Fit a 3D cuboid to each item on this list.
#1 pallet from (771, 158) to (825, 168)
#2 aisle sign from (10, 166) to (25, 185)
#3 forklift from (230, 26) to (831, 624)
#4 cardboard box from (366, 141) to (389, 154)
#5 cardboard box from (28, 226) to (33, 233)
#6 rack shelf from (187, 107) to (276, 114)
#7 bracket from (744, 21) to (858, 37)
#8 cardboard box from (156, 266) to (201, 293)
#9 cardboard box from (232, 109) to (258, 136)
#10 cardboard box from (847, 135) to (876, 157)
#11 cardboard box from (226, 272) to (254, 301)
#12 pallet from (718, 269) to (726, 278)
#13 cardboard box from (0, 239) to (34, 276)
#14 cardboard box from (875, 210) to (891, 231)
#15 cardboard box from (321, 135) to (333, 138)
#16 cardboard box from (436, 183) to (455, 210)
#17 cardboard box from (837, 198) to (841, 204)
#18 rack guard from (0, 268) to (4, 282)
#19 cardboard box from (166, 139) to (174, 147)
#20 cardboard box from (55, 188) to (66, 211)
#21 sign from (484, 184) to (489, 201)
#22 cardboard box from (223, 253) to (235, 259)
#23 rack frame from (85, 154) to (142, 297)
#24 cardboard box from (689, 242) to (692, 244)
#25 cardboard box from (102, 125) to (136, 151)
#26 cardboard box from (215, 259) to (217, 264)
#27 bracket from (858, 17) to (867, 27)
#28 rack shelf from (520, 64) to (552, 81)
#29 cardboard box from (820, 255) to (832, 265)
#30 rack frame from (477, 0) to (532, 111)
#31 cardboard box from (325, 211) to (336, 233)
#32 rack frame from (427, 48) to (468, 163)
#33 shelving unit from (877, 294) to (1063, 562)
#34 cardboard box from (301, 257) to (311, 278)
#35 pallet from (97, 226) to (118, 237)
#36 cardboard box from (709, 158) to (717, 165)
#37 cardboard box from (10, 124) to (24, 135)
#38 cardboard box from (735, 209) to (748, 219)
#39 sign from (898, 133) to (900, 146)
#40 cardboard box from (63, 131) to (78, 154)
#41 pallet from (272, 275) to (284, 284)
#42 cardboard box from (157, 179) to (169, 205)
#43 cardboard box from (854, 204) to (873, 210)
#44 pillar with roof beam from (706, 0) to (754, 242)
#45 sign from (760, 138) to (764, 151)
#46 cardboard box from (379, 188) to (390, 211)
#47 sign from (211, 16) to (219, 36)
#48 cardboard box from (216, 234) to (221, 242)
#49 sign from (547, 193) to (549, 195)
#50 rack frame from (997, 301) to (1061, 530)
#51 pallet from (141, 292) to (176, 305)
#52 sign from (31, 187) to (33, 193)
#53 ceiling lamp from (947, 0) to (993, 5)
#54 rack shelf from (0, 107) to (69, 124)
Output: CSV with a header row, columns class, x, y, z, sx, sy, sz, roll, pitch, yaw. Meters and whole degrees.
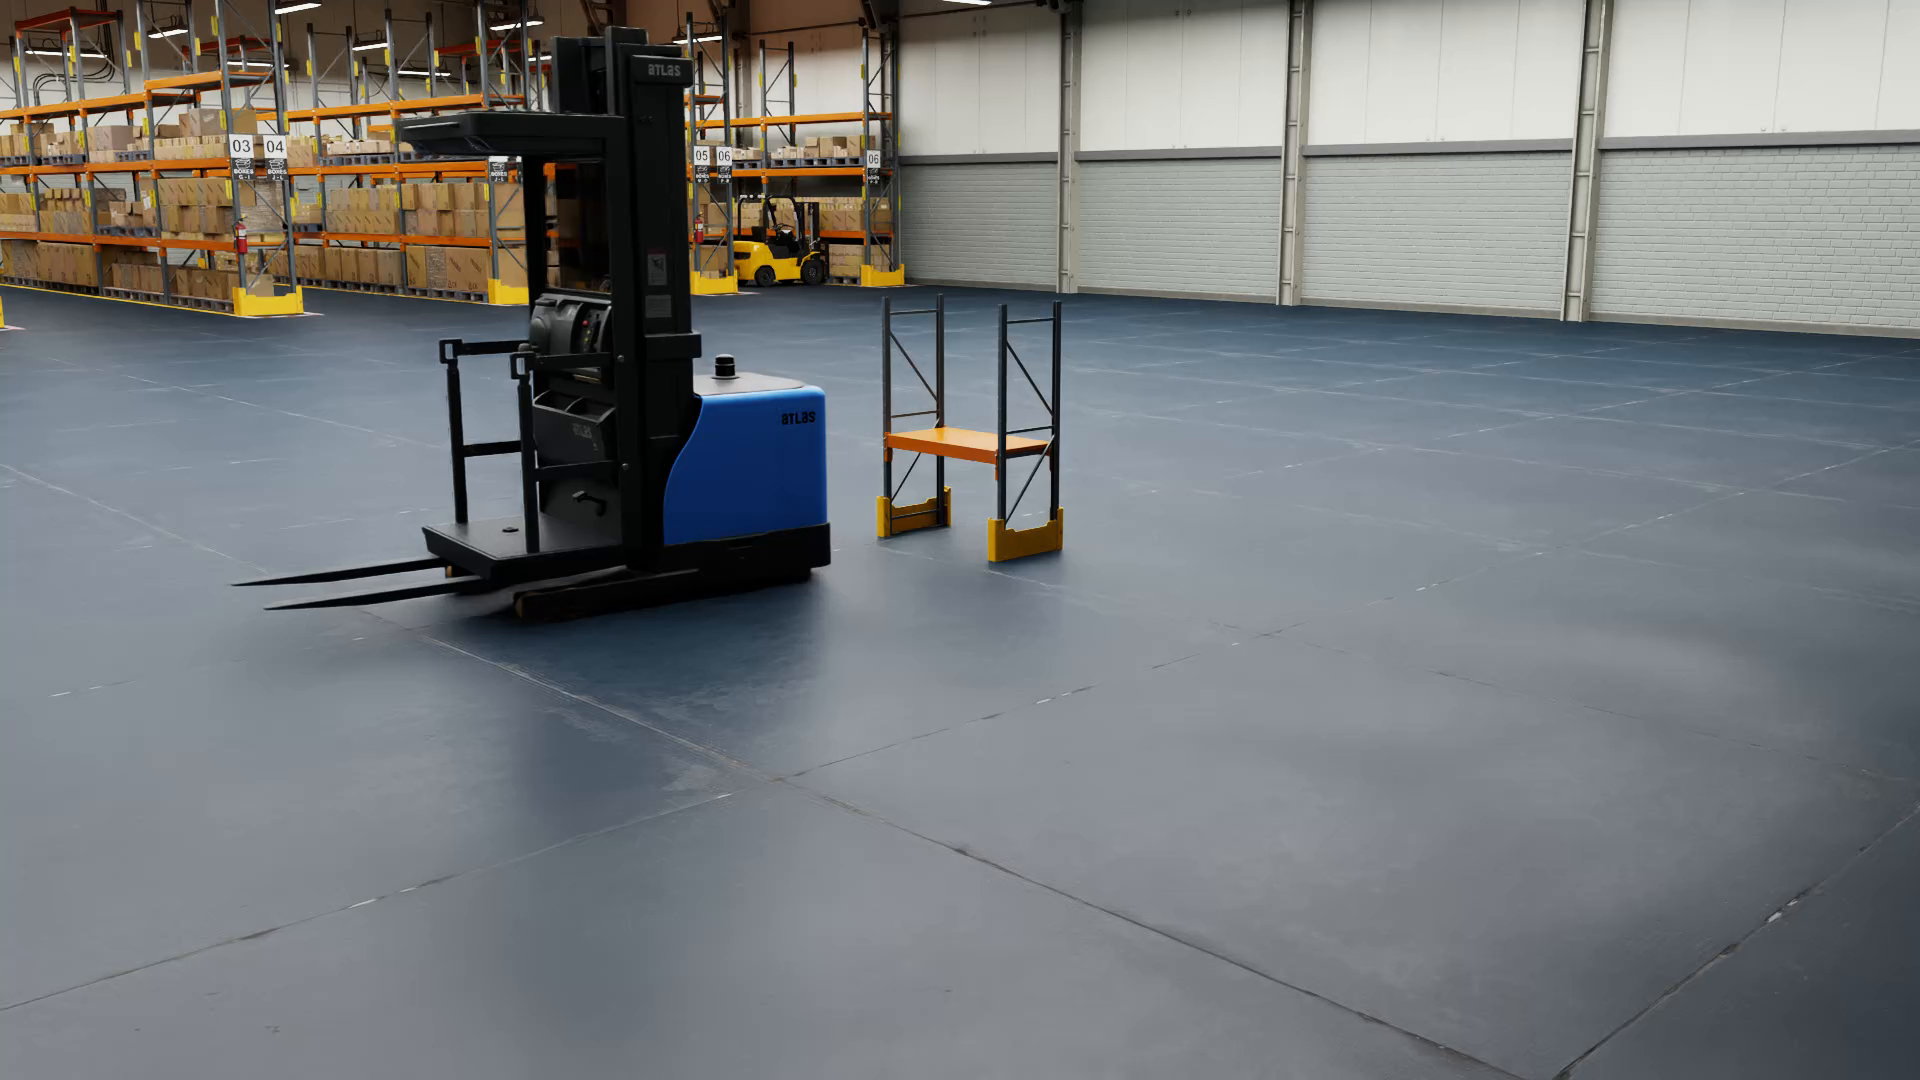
class,x,y,z,sx,sy,sz,roll,pitch,yaw
pallet,-4.051,-9.577,42.249,1.003,0.211,1.213,-11,16,-43
aisle sign,-23.534,-9.276,41.559,0.394,0.787,0.004,-11,16,-43
forklift,-2.218,-1.132,8.641,3.031,2.935,1.130,-9,14,-36
cardboard box,-12.769,-8.675,36.736,0.500,0.250,0.500,-11,16,-43
cardboard box,-21.565,-7.280,38.936,0.380,0.149,0.250,-10,16,-41
rack shelf,-18.663,-10.919,42.902,1.077,0.370,4.000,-11,16,-43
bracket,-4.048,-13.004,42.310,0.076,0.066,4.783,-11,16,-43
cardboard box,-15.822,-5.283,33.724,0.500,0.500,0.700,10,15,41
cardboard box,-13.482,-7.778,31.075,0.500,0.500,0.500,-11,16,-43
cardboard box,-2.379,-9.492,40.080,0.500,0.500,0.500,-10,15,-41
cardboard box,-13.508,-4.773,31.297,0.500,0.500,0.500,-6,13,-28
pallet,-6.043,-7.187,44.771,1.003,0.211,1.213,-11,16,-43
cardboard box,-23.201,-7.033,41.340,0.875,0.875,0.875,-11,16,-43
cardboard box,-2.038,-7.849,40.825,0.500,0.500,0.500,-10,15,-41
cardboard box,-15.160,-9.557,39.786,0.396,0.266,0.258,-11,16,-43
cardboard box,-10.418,-7.181,34.785,0.875,0.550,0.500,-11,16,-43
cardboard box,-2.808,-8.337,40.849,0.380,0.149,0.250,-11,16,-42
rack guard,-23.718,-6.730,41.837,1.175,0.500,0.348,-11,16,-43
cardboard box,-15.007,-7.628,31.951,0.380,0.149,0.250,-11,16,-42
cardboard box,-20.026,-7.713,37.682,0.797,0.503,0.637,-11,16,-42
sign,-9.397,-6.901,33.019,0.100,0.325,0.005,-11,16,-43
cardboard box,-19.153,-7.459,43.733,0.380,0.149,0.250,-10,15,-40
rack frame,-18.176,-6.783,35.901,1.000,3.000,0.127,-11,16,-43
cardboard box,-7.556,-8.275,46.688,0.380,0.149,0.250,-10,15,-40
cardboard box,-17.338,-8.294,34.317,0.500,0.500,0.500,11,16,44
cardboard box,-19.719,-7.422,44.289,0.380,0.149,0.250,-11,16,-43
bracket,-2.269,-12.628,40.485,0.235,0.232,0.430,-11,16,-43
rack shelf,-11.565,-13.945,49.345,1.077,0.370,4.000,-11,16,-43
cardboard box,-3.169,-6.967,41.328,0.500,0.250,0.500,-11,16,-44
rack frame,-8.995,-9.230,32.911,1.000,3.000,0.127,-11,16,-43
cardboard box,-14.404,-7.405,38.673,0.500,0.500,0.500,-11,16,-42
rack frame,-13.771,-11.686,44.832,1.000,3.000,0.127,-11,16,-43
shelving unit,0.053,-0.723,10.206,0.587,1.500,1.083,-11,16,-43
cardboard box,-15.519,-6.577,40.053,0.500,0.500,0.500,-10,15,-40
pallet,-17.607,-6.600,35.487,1.213,0.211,1.003,-11,16,-43
cardboard box,-5.478,-8.436,37.114,0.380,0.149,0.250,-11,16,-42
cardboard box,-22.313,-9.794,39.689,0.500,0.250,0.500,11,16,43
cardboard box,-5.544,-8.554,43.629,0.500,0.250,0.500,11,16,44
sign,-1.491,-9.701,40.269,0.100,0.325,0.005,-11,16,-43
cardboard box,-19.309,-8.699,36.481,0.500,0.500,0.500,-10,15,-40
pallet,-16.743,-6.564,41.748,1.003,0.211,1.213,-11,16,-43
cardboard box,-15.287,-6.782,32.435,0.500,0.500,0.500,-11,16,-43
cardboard box,-2.339,-8.067,40.277,0.380,0.149,0.250,-11,16,-42
pillar with roof beam,-8.983,-11.130,42.132,9.100,9.000,0.548,-11,16,-43
sign,-5.045,-10.072,42.369,0.100,0.325,0.005,-11,16,-43
cardboard box,-12.461,-7.561,36.950,0.700,0.500,0.500,-11,16,-43
sign,-13.067,-9.014,29.157,0.100,0.325,0.005,-11,16,-43
cardboard box,-13.541,-5.610,30.828,0.380,0.149,0.250,-11,16,-43
sign,-10.623,-8.769,42.868,0.100,0.325,0.005,-11,16,-43
rack frame,0.410,-0.648,9.840,0.500,1.500,0.032,-11,16,-43
pallet,-15.953,-4.947,33.899,1.003,0.211,1.213,-11,16,-43
sign,-23.299,-8.707,41.784,0.100,0.325,0.005,-11,16,-43
ceiling lamp,0.002,-11.960,31.697,2.000,3.185,0.800,-11,16,-43
rack shelf,-22.320,-10.049,39.658,1.077,0.370,4.000,-11,16,-43
